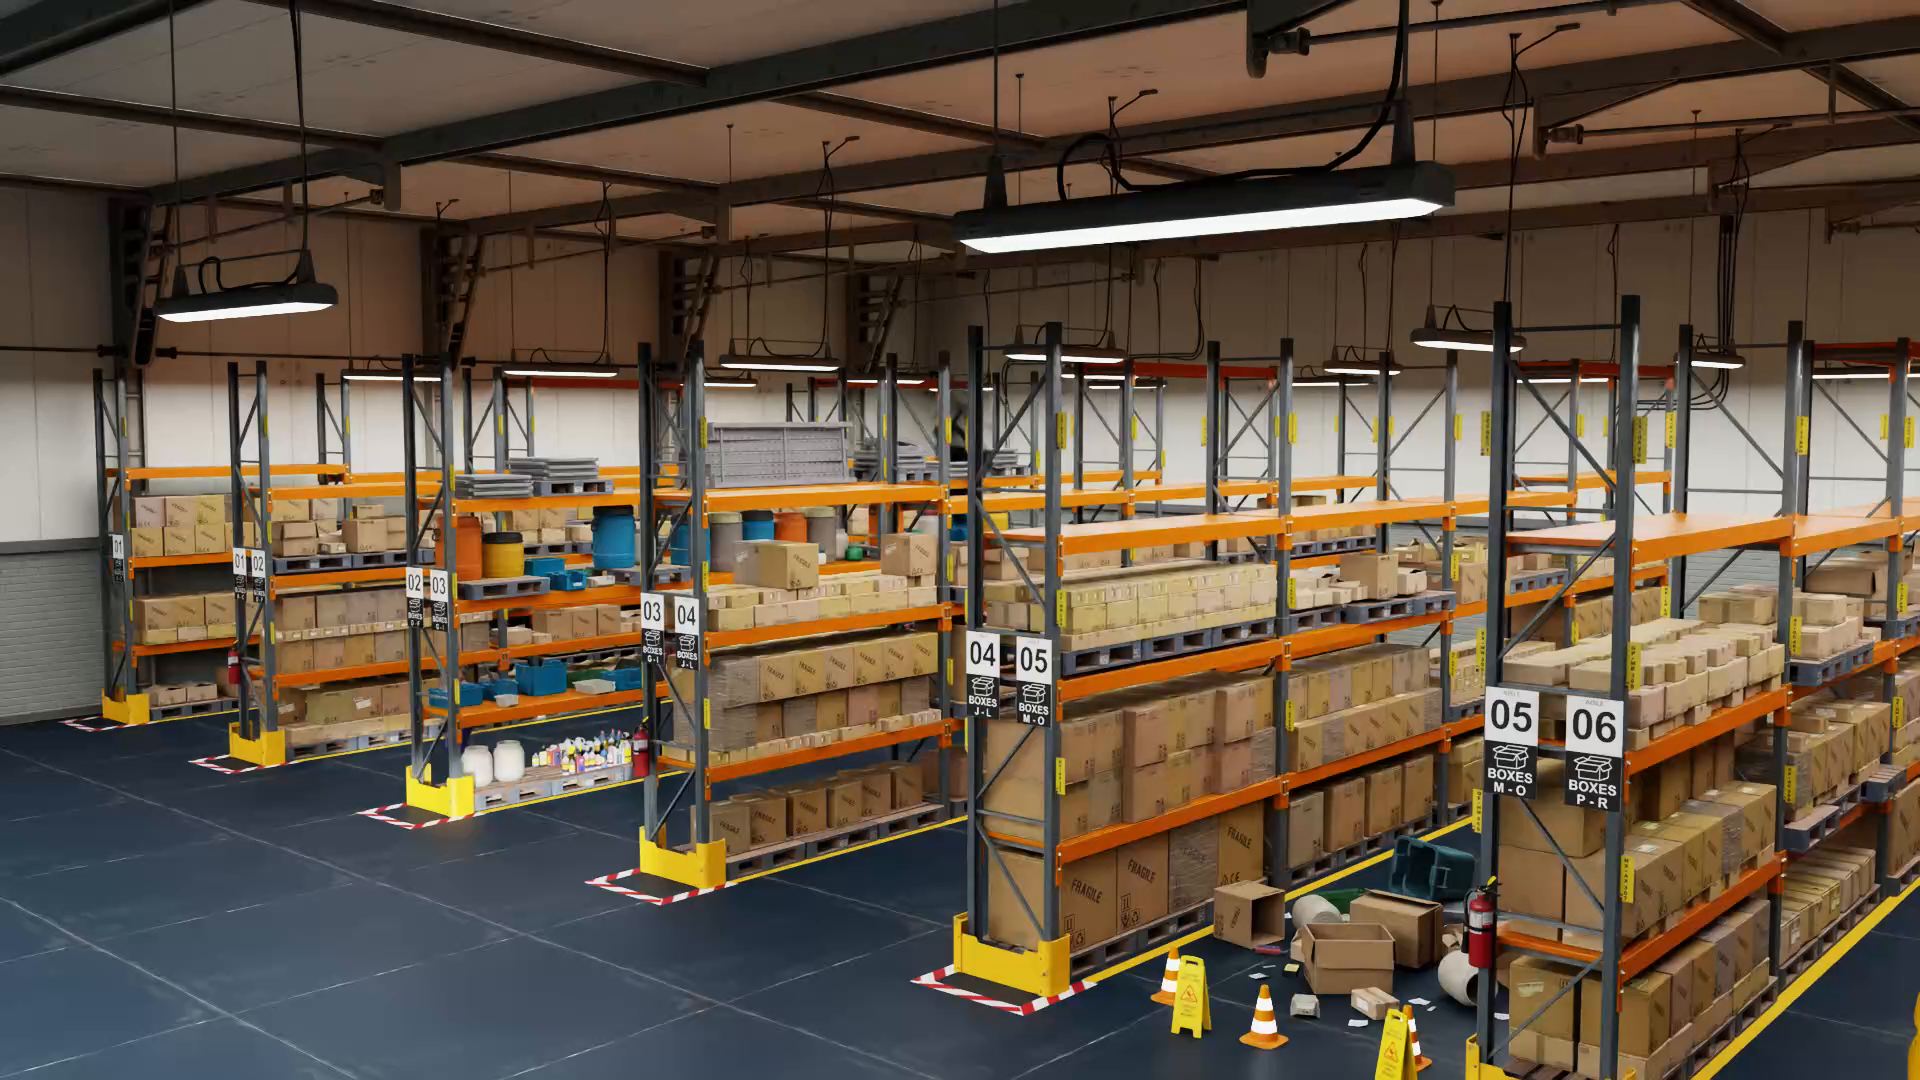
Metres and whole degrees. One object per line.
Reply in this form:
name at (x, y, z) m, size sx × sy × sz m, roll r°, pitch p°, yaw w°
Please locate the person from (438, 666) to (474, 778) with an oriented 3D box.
person at (-7.171, 2.609, 23.907) m, size 0.605 × 1.594 × 0.579 m, roll 2°, pitch 5°, yaw 28°
